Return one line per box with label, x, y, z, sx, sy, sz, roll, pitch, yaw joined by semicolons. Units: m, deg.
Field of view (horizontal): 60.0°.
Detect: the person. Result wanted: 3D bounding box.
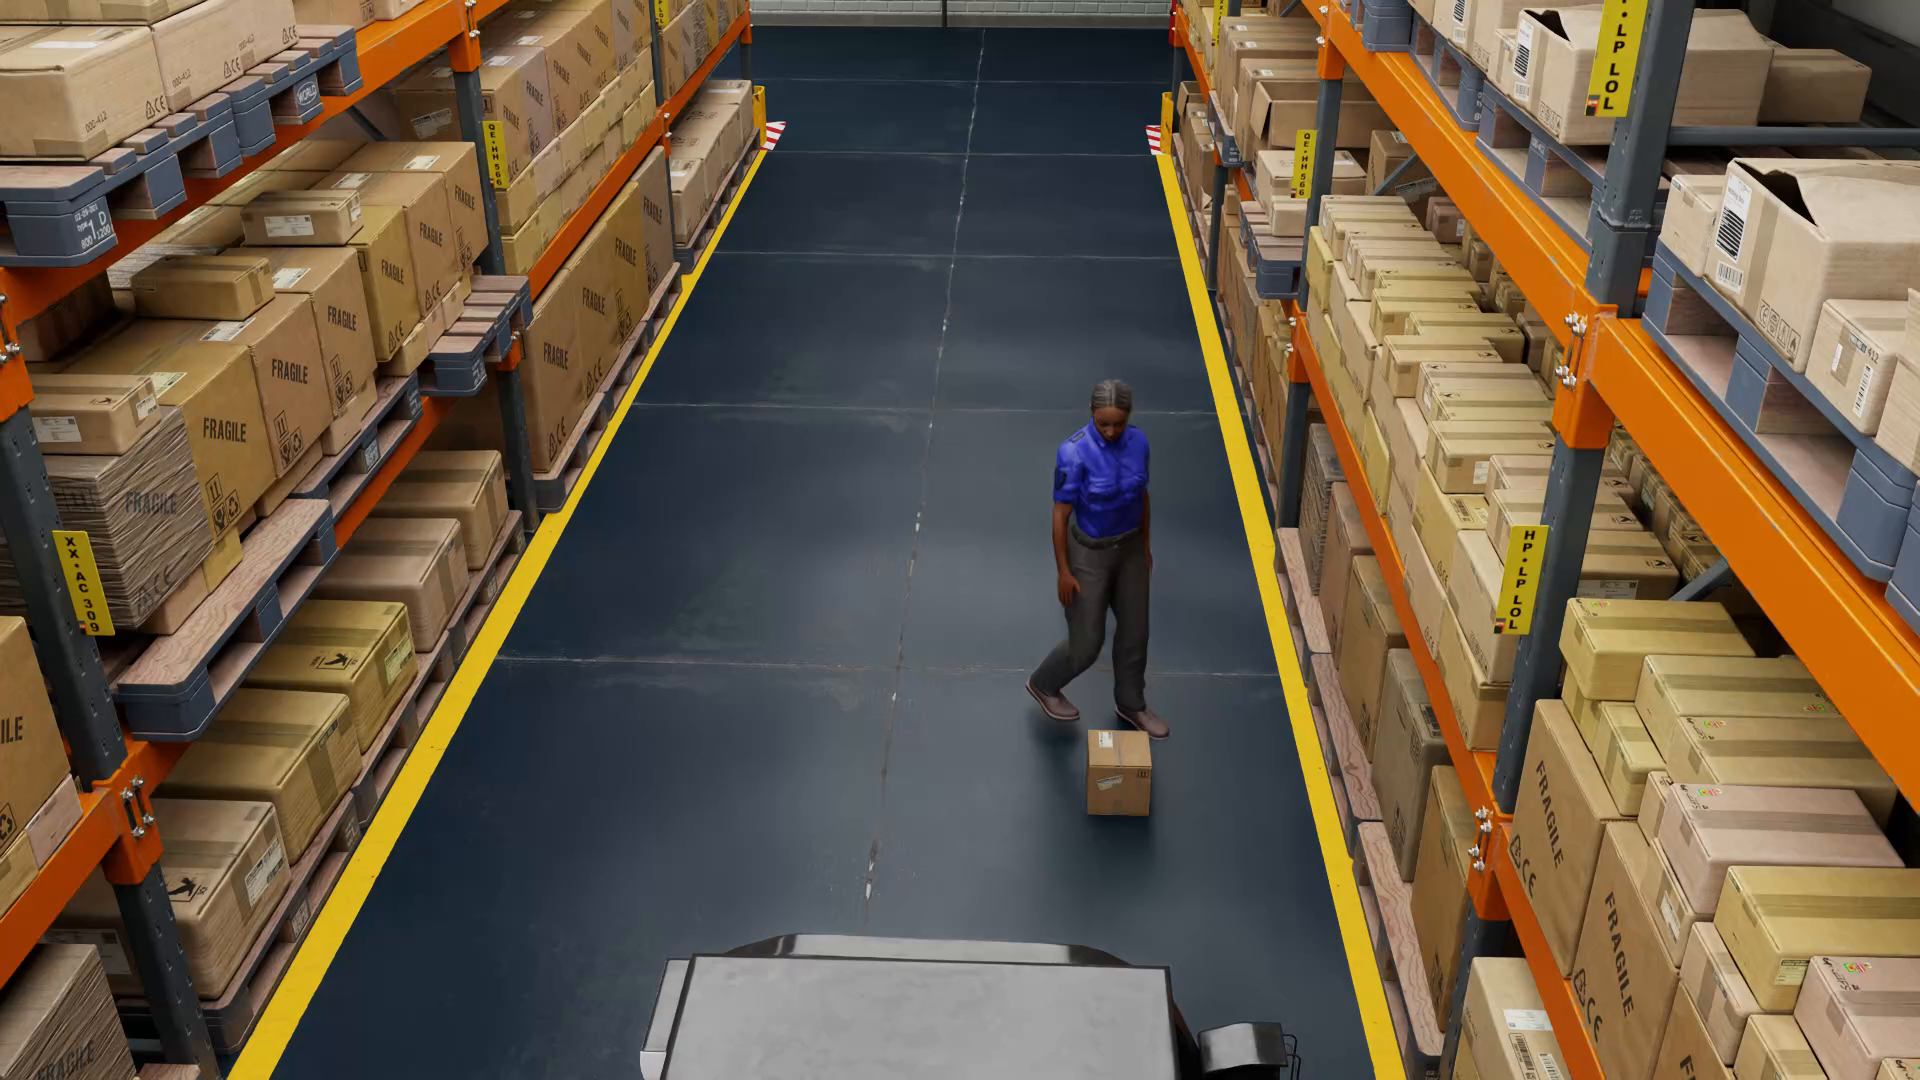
person;0.622;0.090;6.966;0.515;1.660;0.519;-15;32;-26
